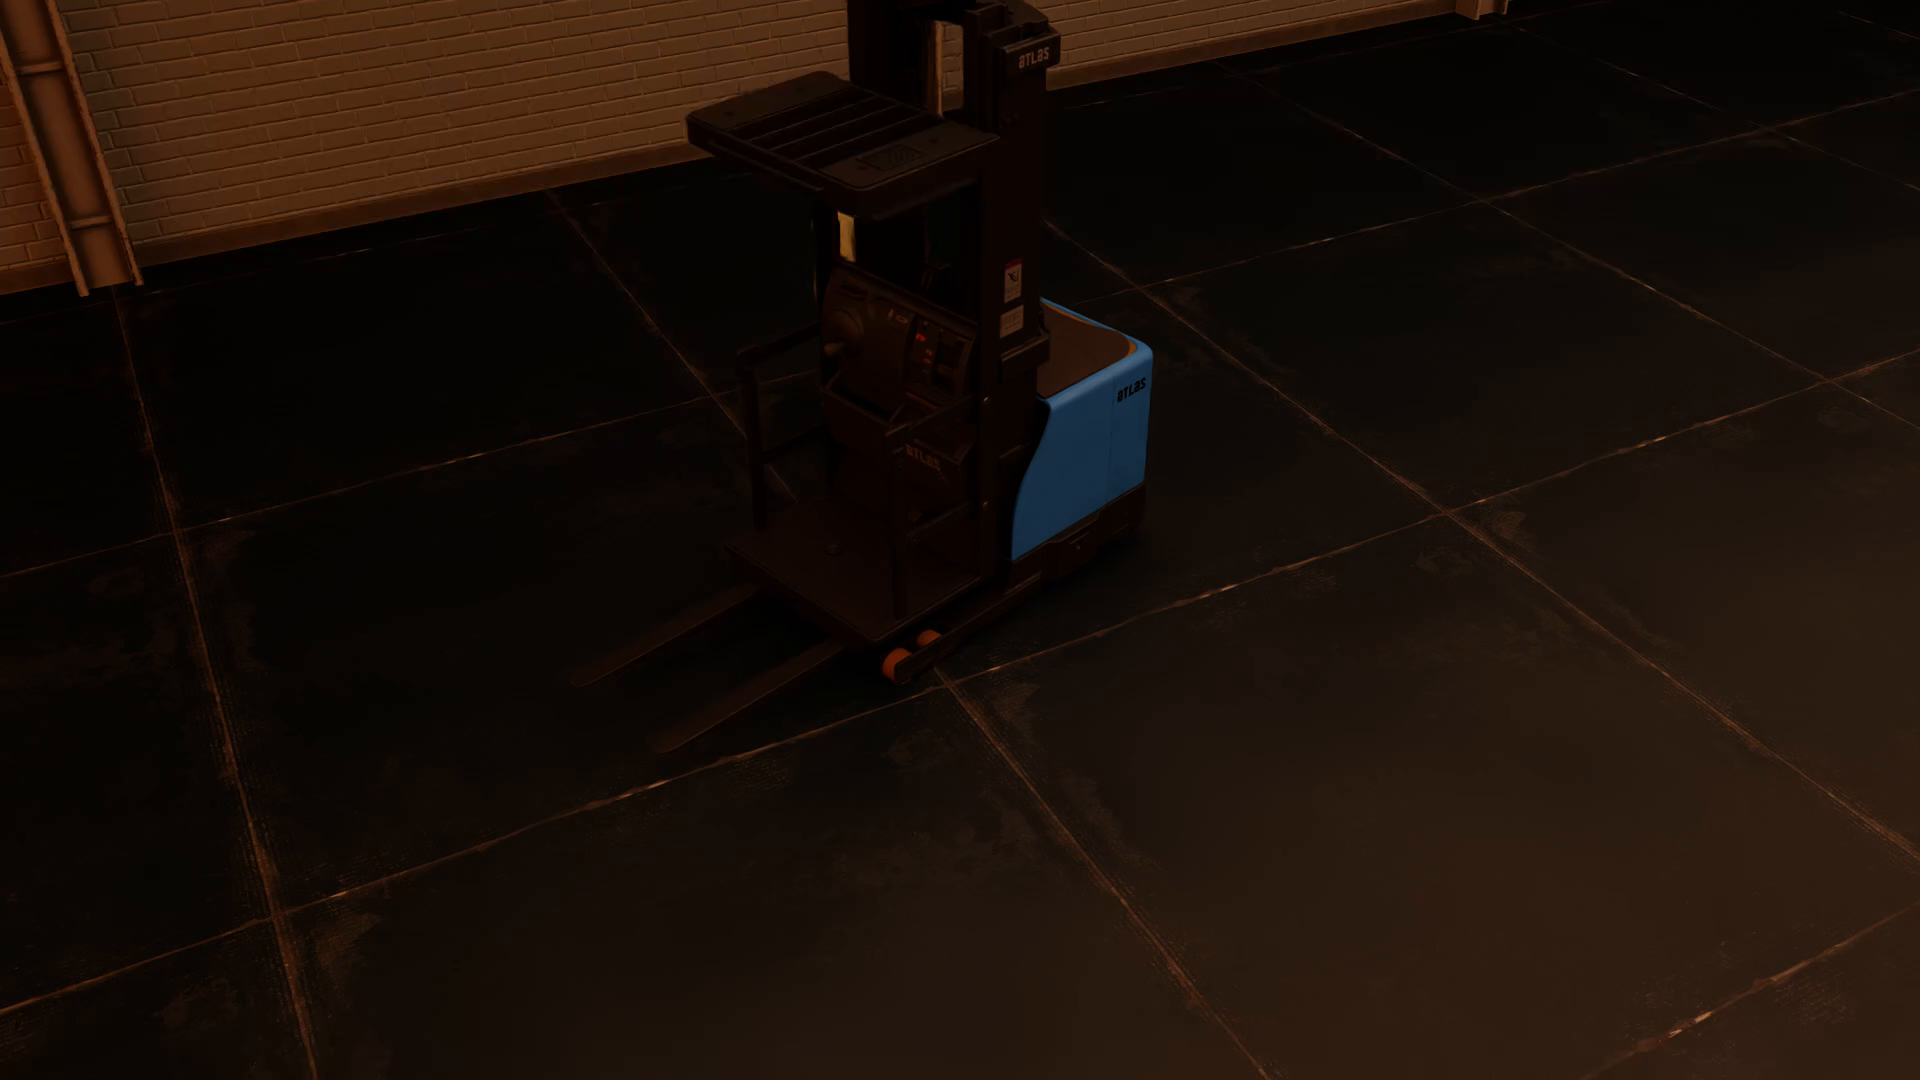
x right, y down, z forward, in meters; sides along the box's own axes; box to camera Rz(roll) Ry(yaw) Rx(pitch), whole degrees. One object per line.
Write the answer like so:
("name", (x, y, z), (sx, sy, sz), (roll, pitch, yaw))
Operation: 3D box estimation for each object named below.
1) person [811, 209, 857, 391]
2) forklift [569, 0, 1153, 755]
("person", (-0.626, -1.367, 9.170), (0.381, 1.650, 0.712), (-12, 37, -16))
("forklift", (-0.433, -0.865, 7.347), (1.130, 2.935, 3.031), (30, 45, 35))
